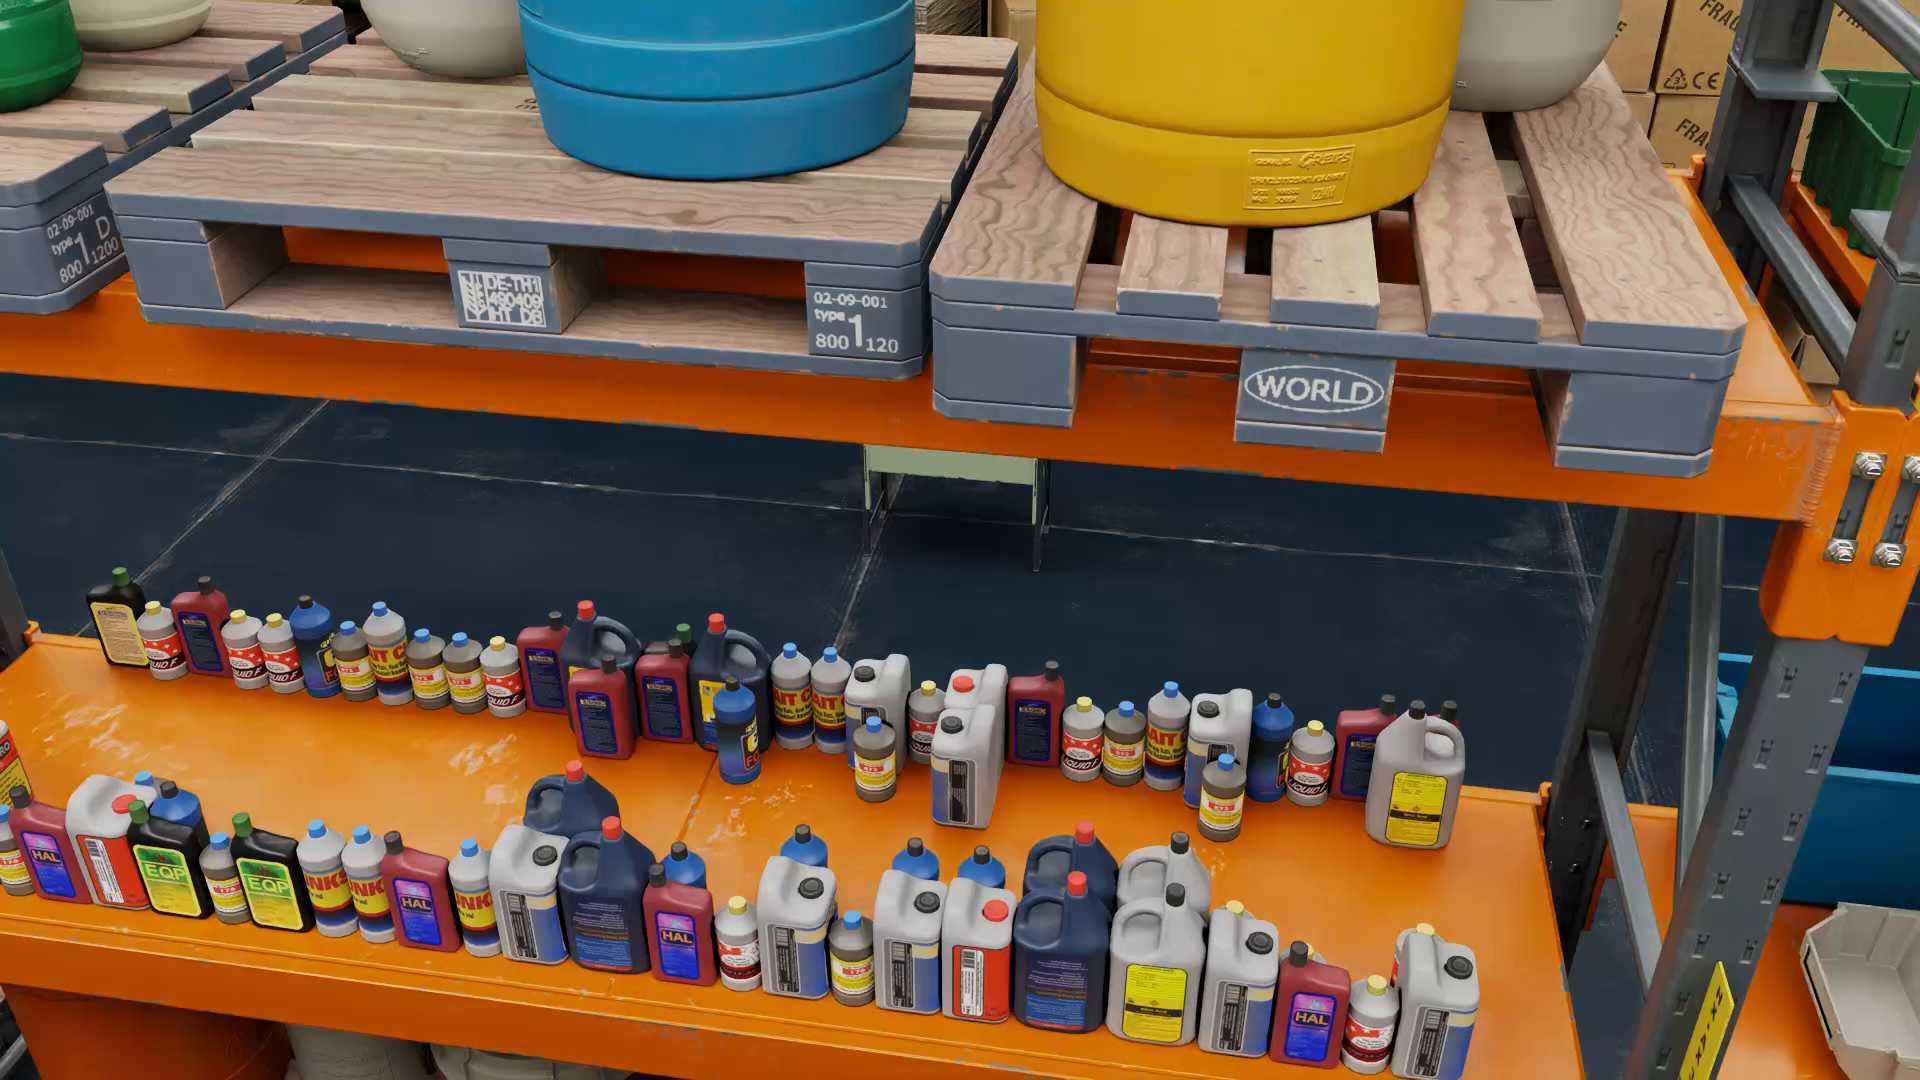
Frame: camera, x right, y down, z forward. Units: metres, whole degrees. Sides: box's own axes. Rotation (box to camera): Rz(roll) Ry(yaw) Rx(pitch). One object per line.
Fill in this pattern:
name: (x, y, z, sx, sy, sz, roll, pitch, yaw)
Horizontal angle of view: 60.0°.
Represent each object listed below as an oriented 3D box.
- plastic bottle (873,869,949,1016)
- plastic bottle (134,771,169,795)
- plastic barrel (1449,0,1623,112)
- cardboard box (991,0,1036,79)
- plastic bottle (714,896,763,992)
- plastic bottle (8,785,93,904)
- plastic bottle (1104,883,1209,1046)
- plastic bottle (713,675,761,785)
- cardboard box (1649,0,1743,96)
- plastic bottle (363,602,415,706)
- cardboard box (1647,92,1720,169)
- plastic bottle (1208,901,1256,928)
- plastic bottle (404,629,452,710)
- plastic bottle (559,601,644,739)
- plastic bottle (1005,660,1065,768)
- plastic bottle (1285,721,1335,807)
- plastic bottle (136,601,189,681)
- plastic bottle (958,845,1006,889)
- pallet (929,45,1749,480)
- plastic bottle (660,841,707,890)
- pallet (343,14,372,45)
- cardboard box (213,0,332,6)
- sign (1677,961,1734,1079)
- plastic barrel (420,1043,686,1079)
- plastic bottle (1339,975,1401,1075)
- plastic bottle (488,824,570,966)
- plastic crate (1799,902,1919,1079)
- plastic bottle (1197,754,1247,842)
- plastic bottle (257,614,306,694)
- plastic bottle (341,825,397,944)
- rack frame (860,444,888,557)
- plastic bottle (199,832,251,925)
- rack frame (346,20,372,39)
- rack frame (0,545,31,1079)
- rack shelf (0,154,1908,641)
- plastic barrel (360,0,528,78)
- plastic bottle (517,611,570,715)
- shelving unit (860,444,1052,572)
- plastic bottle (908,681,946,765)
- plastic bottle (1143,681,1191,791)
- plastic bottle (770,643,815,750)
plastic bottle: (-0.092, 0.784, 3.287, 0.135, 0.276, 0.152, 5, 32, 8)
plastic bottle: (-1.771, 0.597, 3.657, 0.097, 0.201, 0.097, 0, 32, 0)
plastic barrel: (0.864, -0.998, 2.666, 0.433, 0.535, 0.433, 0, 32, 0)
cardboard box: (0.426, -2.249, 7.525, 0.500, 0.500, 0.700, -3, 32, -4)
plastic bottle: (-0.440, 0.799, 3.333, 0.097, 0.201, 0.097, 0, 32, 0)
plastic bottle: (-1.914, 0.641, 3.509, 0.133, 0.283, 0.061, 5, 32, 8)
plastic bottle: (0.380, 0.798, 3.195, 0.185, 0.351, 0.144, 5, 32, 8)
plastic bottle: (-0.519, 0.432, 3.855, 0.097, 0.271, 0.097, 0, 32, 0)
cardboard box: (3.104, -2.134, 6.795, 0.500, 0.500, 0.500, 4, 32, 7)
plastic bottle: (-1.410, 0.273, 4.108, 0.097, 0.271, 0.097, 0, 32, 0)
cardboard box: (3.140, -1.713, 7.065, 0.500, 0.500, 0.500, 6, 32, 9)
plastic bottle: (0.540, 0.806, 3.322, 0.097, 0.201, 0.097, 0, 32, 0)
plastic bottle: (-1.314, 0.312, 4.112, 0.097, 0.201, 0.097, 0, 32, 0)
plastic bottle: (-0.855, 0.302, 3.986, 0.185, 0.351, 0.144, 5, 32, 8)
plastic bottle: (0.176, 0.402, 3.891, 0.133, 0.283, 0.061, 5, 32, 8)
plastic bottle: (0.803, 0.503, 3.806, 0.097, 0.201, 0.097, 0, 32, 0)
plastic bottle: (-2.021, 0.248, 4.215, 0.097, 0.201, 0.097, 0, 32, 0)
plastic bottle: (0.043, 0.731, 3.376, 0.097, 0.271, 0.097, 0, 32, 0)
pallet: (0.552, -0.523, 2.609, 1.003, 0.211, 1.213, 5, 32, 8)
plastic bottle: (-0.561, 0.726, 3.384, 0.097, 0.271, 0.097, 0, 32, 0)
pallet: (-5.546, -4.067, 13.549, 1.213, 0.211, 1.003, 5, 32, 8)
cardboard box: (-3.422, -2.443, 8.232, 0.500, 0.500, 0.500, 3, 32, 6)
sign: (1.246, 0.858, 2.792, 0.005, 0.325, 0.100, 5, 32, 8)
plastic barrel: (-1.004, 1.310, 4.207, 0.708, 0.588, 0.600, 5, 32, 8)
plastic bottle: (0.779, 0.910, 3.157, 0.097, 0.201, 0.097, 0, 32, 0)
plastic bottle: (-0.863, 0.715, 3.398, 0.135, 0.276, 0.152, 5, 32, 8)
plastic crate: (1.775, 0.890, 3.193, 0.243, 0.136, 0.396, 5, 32, 8)
plastic bottle: (0.585, 0.565, 3.707, 0.097, 0.201, 0.097, 0, 32, 0)
plastic bottle: (-1.698, 0.277, 4.168, 0.097, 0.201, 0.097, 0, 32, 0)
plastic bottle: (-1.209, 0.700, 3.426, 0.097, 0.271, 0.097, 0, 32, 0)
rack frame: (-0.367, -0.669, 6.905, 0.023, 1.500, 0.400, 5, 32, 8)
plastic bottle: (-1.533, 0.700, 3.491, 0.097, 0.201, 0.097, 0, 32, 0)
rack frame: (-4.878, -5.208, 12.743, 0.127, 3.000, 1.000, 5, 32, 8)
rack frame: (-2.602, 0.331, 3.895, 0.127, 3.000, 1.000, 5, 32, 8)
rack shelf: (-0.631, -0.458, 3.005, 4.000, 0.370, 1.077, 5, 32, 8)
plastic barrel: (-0.829, -1.097, 2.825, 0.433, 0.535, 0.433, 0, 32, 0)
plastic bottle: (-1.005, 0.295, 4.062, 0.133, 0.283, 0.061, 5, 32, 8)
shelving unit: (-0.007, -0.636, 6.853, 0.755, 1.500, 0.431, 5, 32, 8)
plastic bottle: (-0.074, 0.424, 3.933, 0.097, 0.201, 0.097, 0, 32, 0)
plastic bottle: (0.478, 0.444, 3.834, 0.097, 0.271, 0.097, 0, 32, 0)
plastic bottle: (-0.398, 0.365, 3.961, 0.097, 0.271, 0.097, 0, 32, 0)
